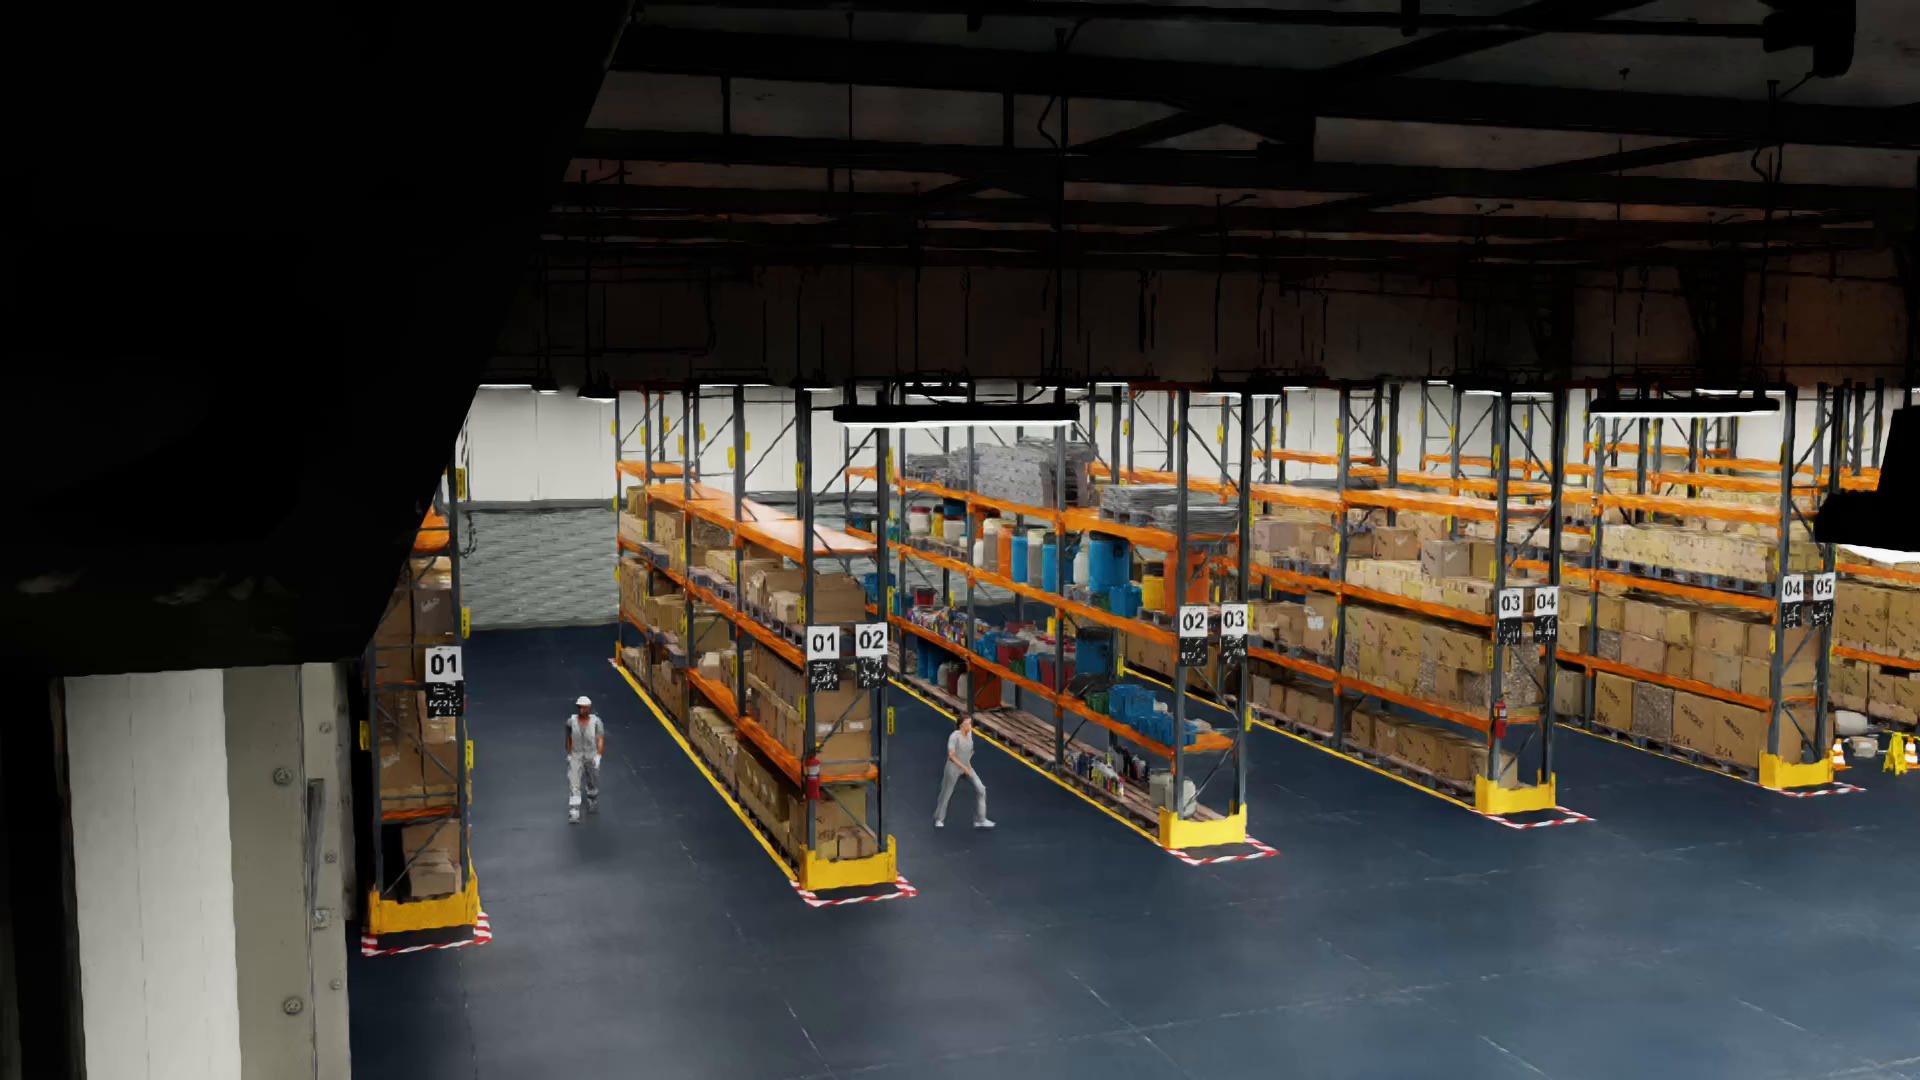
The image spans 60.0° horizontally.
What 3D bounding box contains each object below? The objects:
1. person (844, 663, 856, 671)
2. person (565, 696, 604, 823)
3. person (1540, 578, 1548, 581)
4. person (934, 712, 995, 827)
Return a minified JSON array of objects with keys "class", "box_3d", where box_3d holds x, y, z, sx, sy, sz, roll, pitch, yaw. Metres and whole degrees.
[{"class":"person","box_3d":[-1.967,2.387,29.791,0.598,1.619,0.507,-2,6,-22]},{"class":"person","box_3d":[-5.213,3.017,23.131,0.533,1.728,1.036,-1,6,-11]},{"class":"person","box_3d":[12.334,1.698,35.329,0.581,1.782,0.664,0,6,3]},{"class":"person","box_3d":[0.010,3.127,22.685,0.600,1.610,0.790,-5,8,-40]}]
